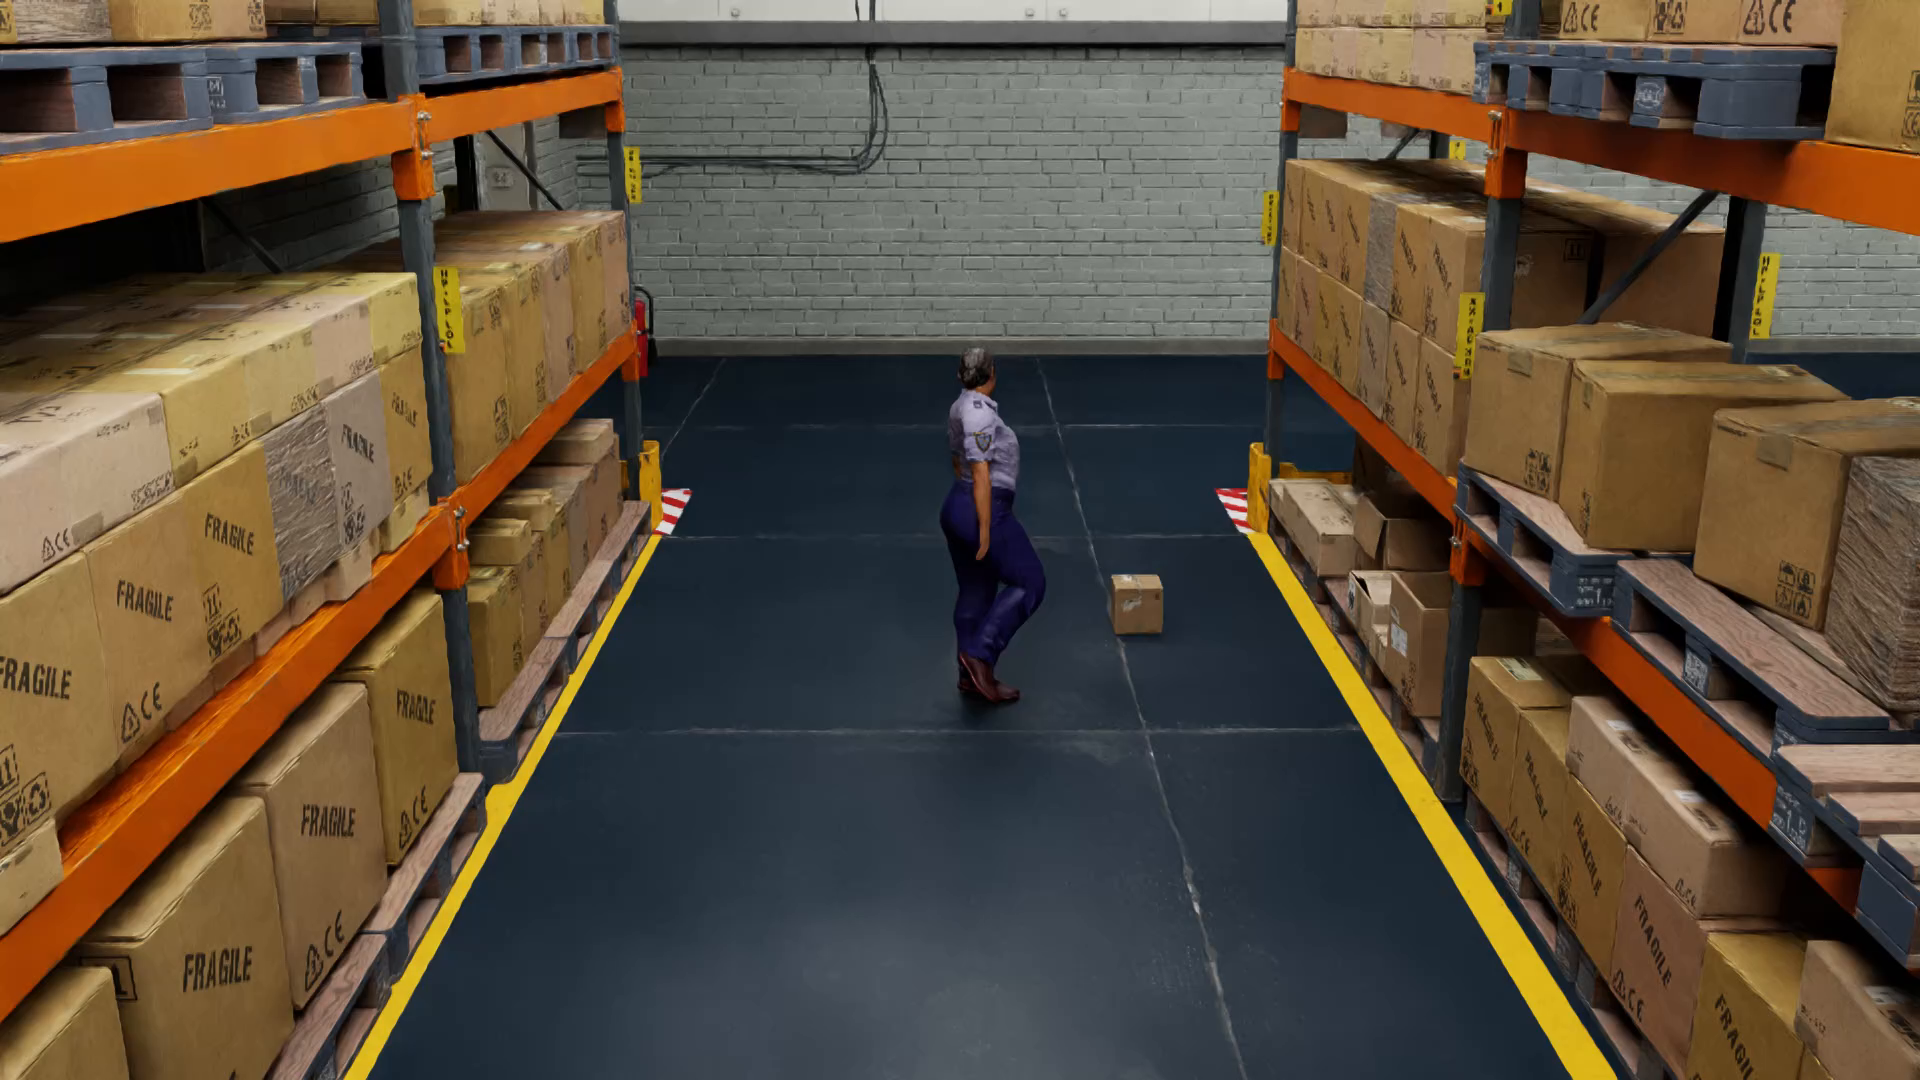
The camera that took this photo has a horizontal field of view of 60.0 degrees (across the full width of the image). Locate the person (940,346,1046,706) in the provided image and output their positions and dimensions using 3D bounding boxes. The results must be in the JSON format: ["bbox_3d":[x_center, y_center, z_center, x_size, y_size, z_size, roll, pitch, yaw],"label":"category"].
[{"bbox_3d":[0.153,-0.063,7.756,0.453,1.643,0.694,-3,18,-10],"label":"person"}]
